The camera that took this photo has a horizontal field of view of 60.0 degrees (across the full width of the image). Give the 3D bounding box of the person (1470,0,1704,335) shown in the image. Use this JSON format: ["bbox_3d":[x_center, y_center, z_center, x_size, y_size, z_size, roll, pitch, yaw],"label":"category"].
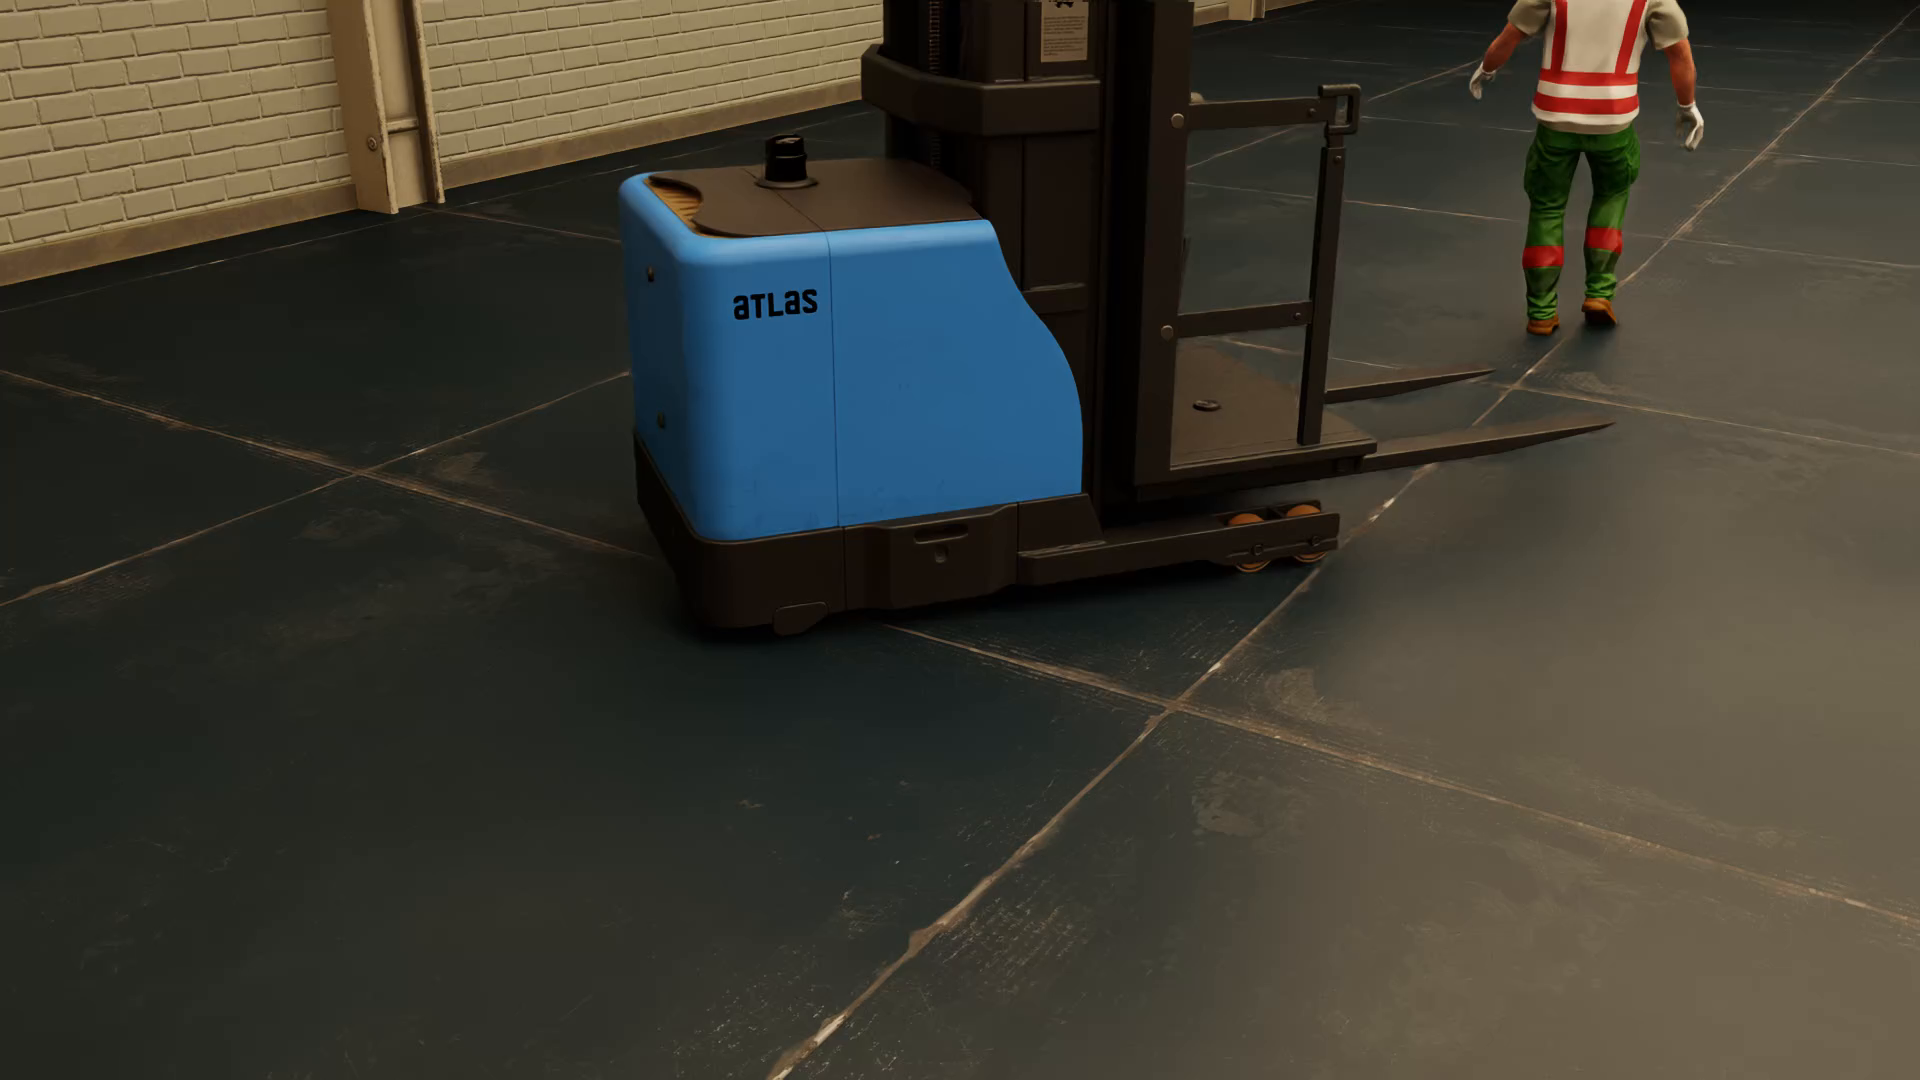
[{"bbox_3d":[2.566,-1.725,6.876,0.944,1.797,0.478,9,25,21],"label":"person"}]

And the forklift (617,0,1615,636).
[{"bbox_3d":[0.580,-1.440,4.679,3.031,2.935,1.130,-8,25,-19],"label":"forklift"}]
